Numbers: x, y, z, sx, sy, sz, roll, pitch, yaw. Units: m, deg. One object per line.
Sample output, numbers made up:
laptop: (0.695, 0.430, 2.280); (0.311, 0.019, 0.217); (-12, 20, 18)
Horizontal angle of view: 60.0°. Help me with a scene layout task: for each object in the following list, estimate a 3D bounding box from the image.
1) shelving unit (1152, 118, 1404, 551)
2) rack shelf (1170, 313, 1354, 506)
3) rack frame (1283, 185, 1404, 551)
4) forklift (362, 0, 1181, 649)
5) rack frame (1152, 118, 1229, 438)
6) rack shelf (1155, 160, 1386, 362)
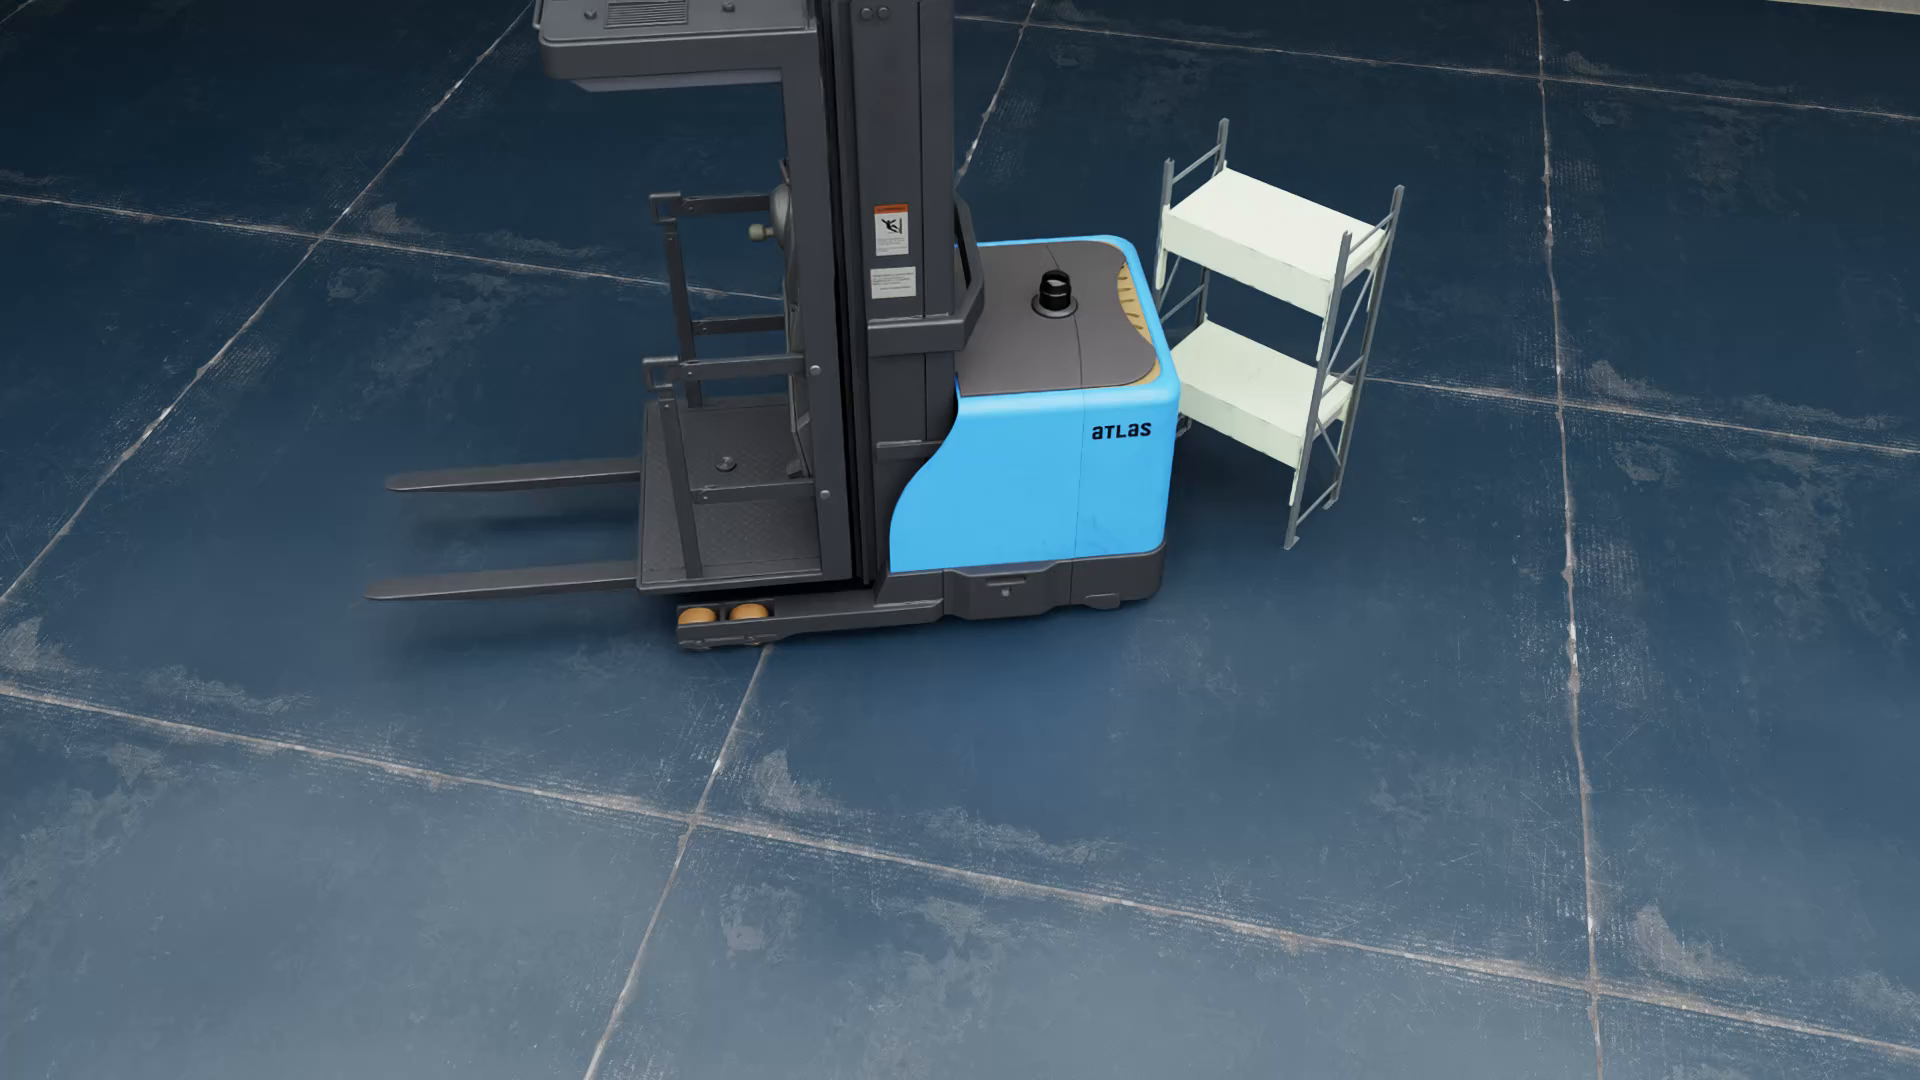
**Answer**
shelving unit: (1.156, -0.768, 6.467); (0.755, 1.500, 0.431); (30, 51, 27)
rack shelf: (1.156, -0.534, 6.693); (0.720, 0.370, 0.431); (30, 51, 27)
rack frame: (1.440, -0.608, 6.300); (0.023, 1.500, 0.400); (30, 51, 27)
forklift: (-0.765, -1.029, 5.705); (3.031, 2.935, 1.130); (-4, 44, -5)
rack frame: (0.873, -0.929, 6.634); (0.023, 1.500, 0.400); (30, 51, 27)
rack shelf: (1.156, -1.050, 6.196); (0.720, 0.370, 0.431); (30, 51, 27)
